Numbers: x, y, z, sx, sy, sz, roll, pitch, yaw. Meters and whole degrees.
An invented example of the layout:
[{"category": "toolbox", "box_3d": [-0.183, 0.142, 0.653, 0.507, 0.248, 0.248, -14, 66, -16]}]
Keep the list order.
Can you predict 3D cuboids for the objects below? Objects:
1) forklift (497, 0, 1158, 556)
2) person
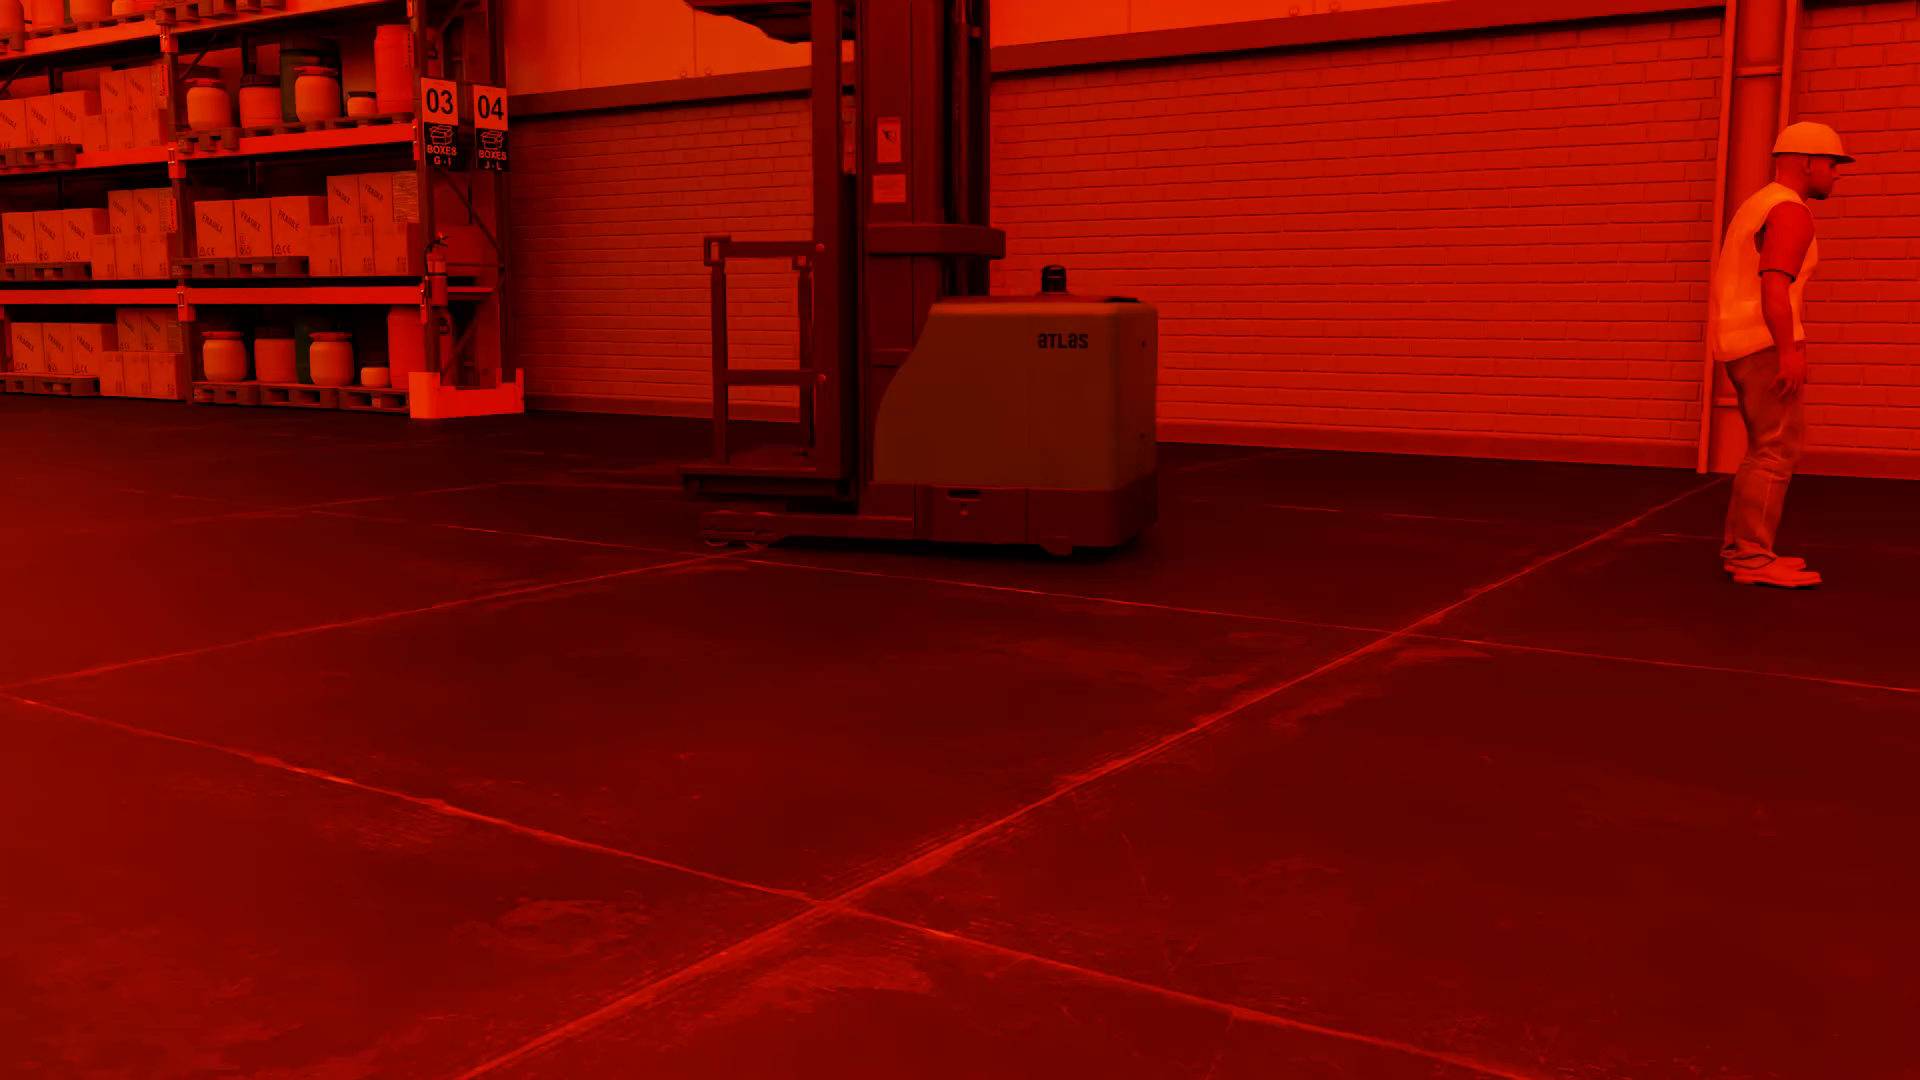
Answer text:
[{"category": "forklift", "box_3d": [-0.655, -1.479, 7.591, 3.031, 2.935, 1.130, 2, 8, 17]}, {"category": "person", "box_3d": [3.163, -0.722, 6.447, 0.463, 1.759, 0.626, 3, 8, 17]}]
